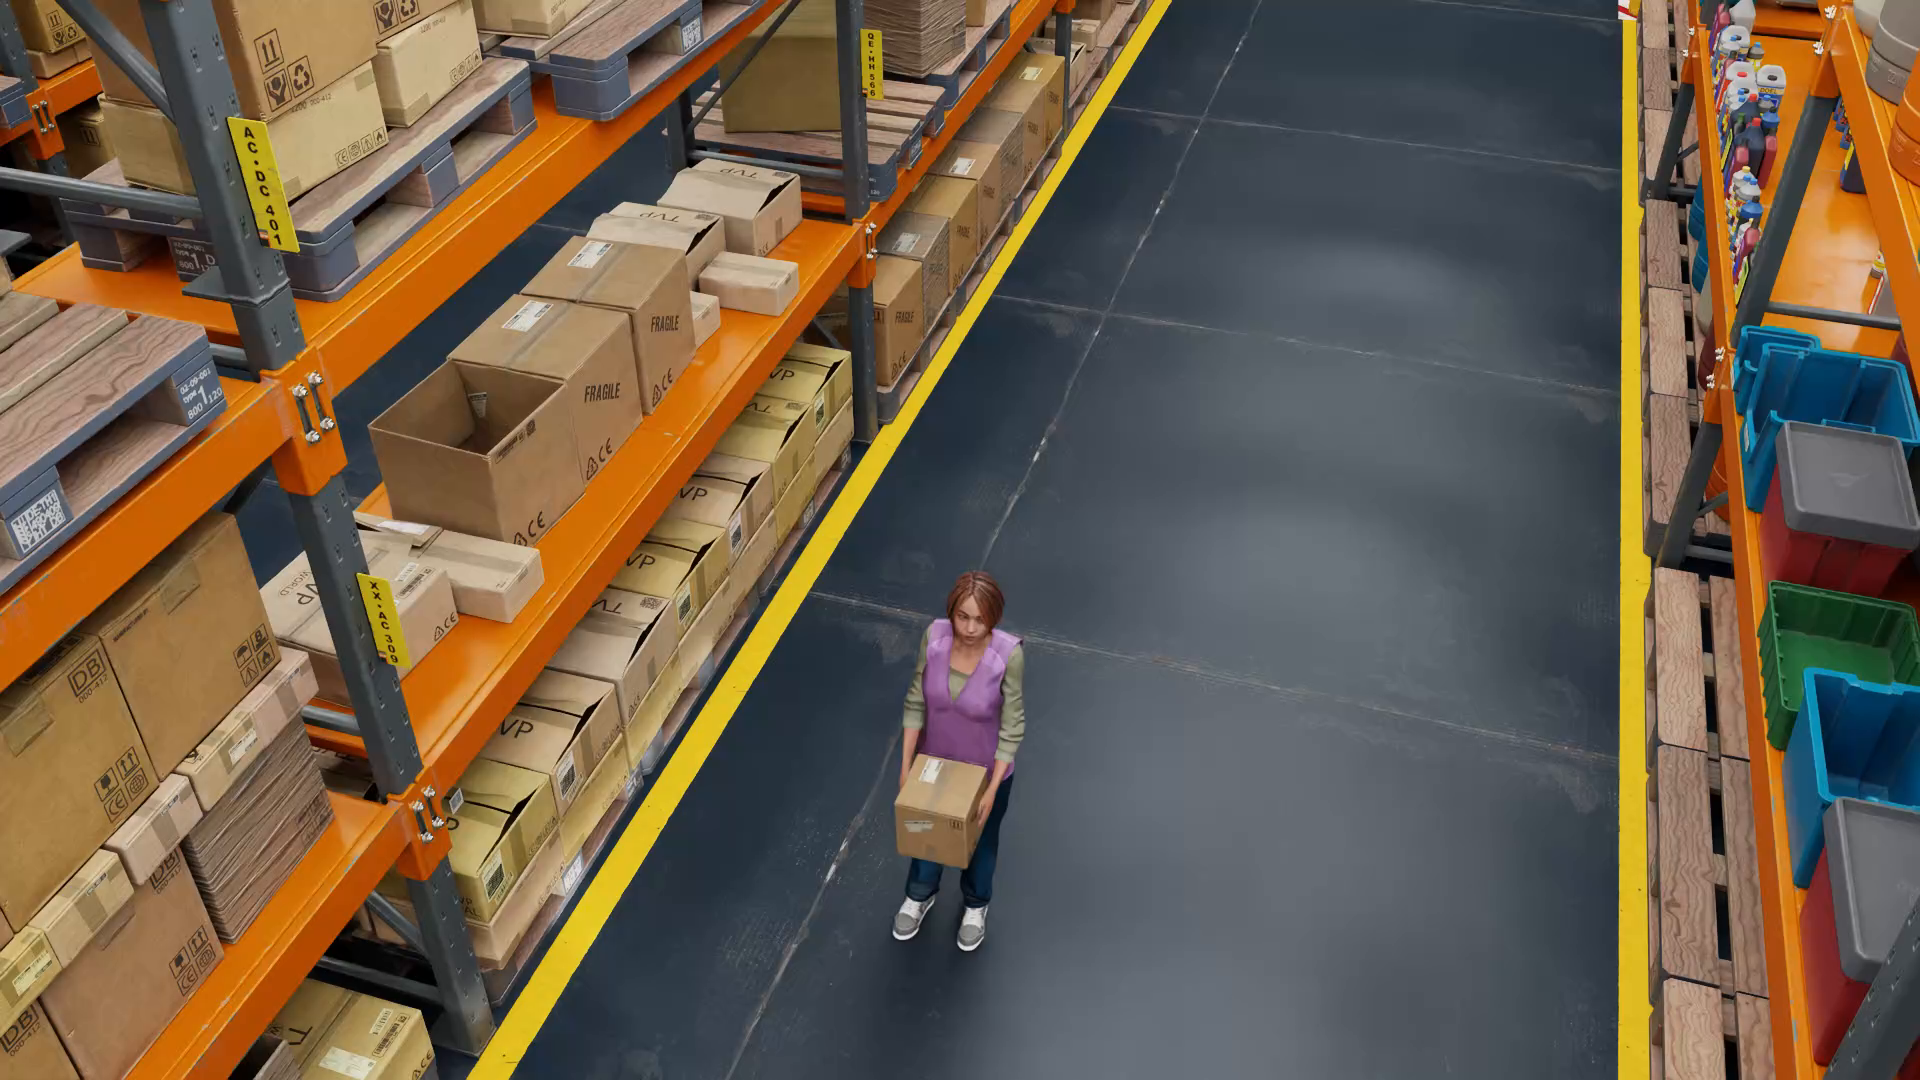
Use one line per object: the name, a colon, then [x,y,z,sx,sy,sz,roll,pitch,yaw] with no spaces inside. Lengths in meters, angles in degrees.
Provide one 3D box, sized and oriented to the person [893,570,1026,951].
person: [-0.002,0.811,5.838,0.454,1.600,0.417,12,39,15]
